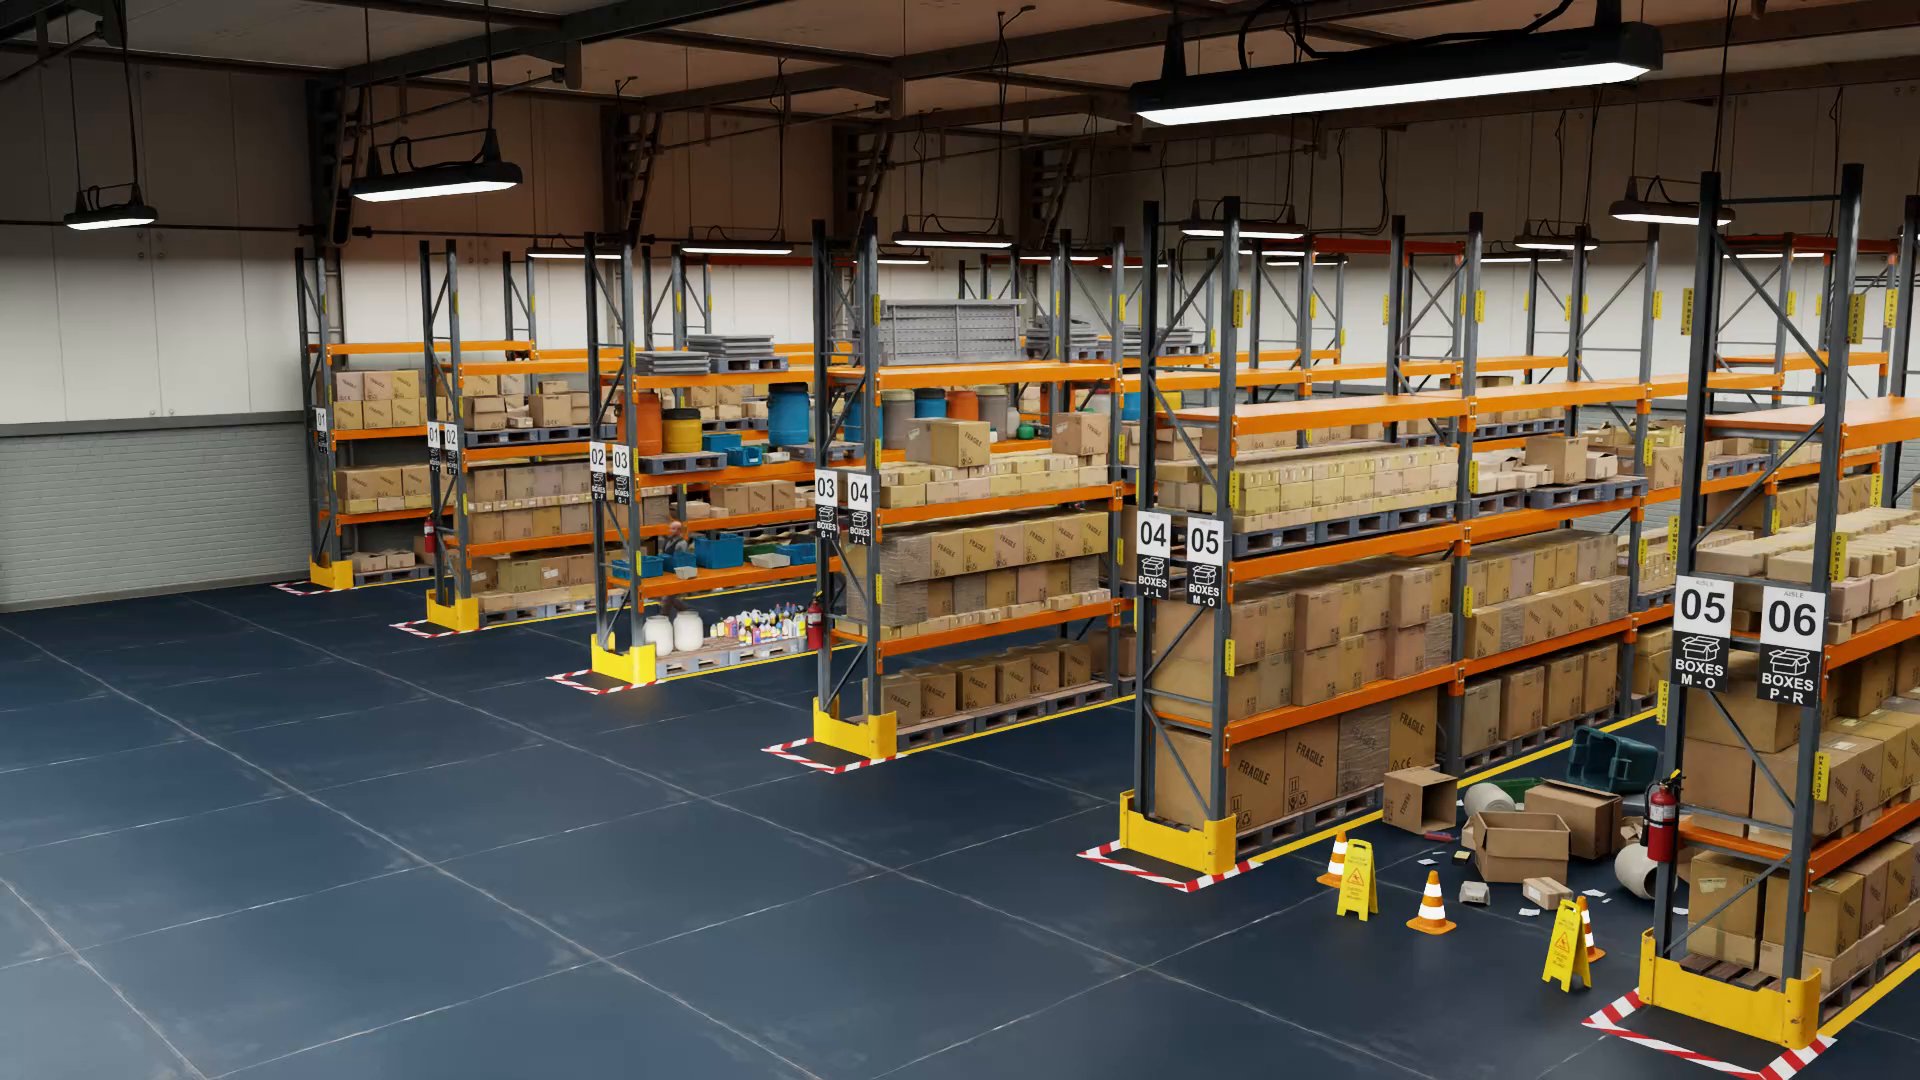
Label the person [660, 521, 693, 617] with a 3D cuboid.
[{"bbox_3d":[-4.476,0.552,25.869,0.834,1.697,0.619,-8,11,-42],"label":"person"}]

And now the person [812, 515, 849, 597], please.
[{"bbox_3d":[-2.112,0.115,27.467,0.507,1.591,0.693,5,10,31],"label":"person"}]
